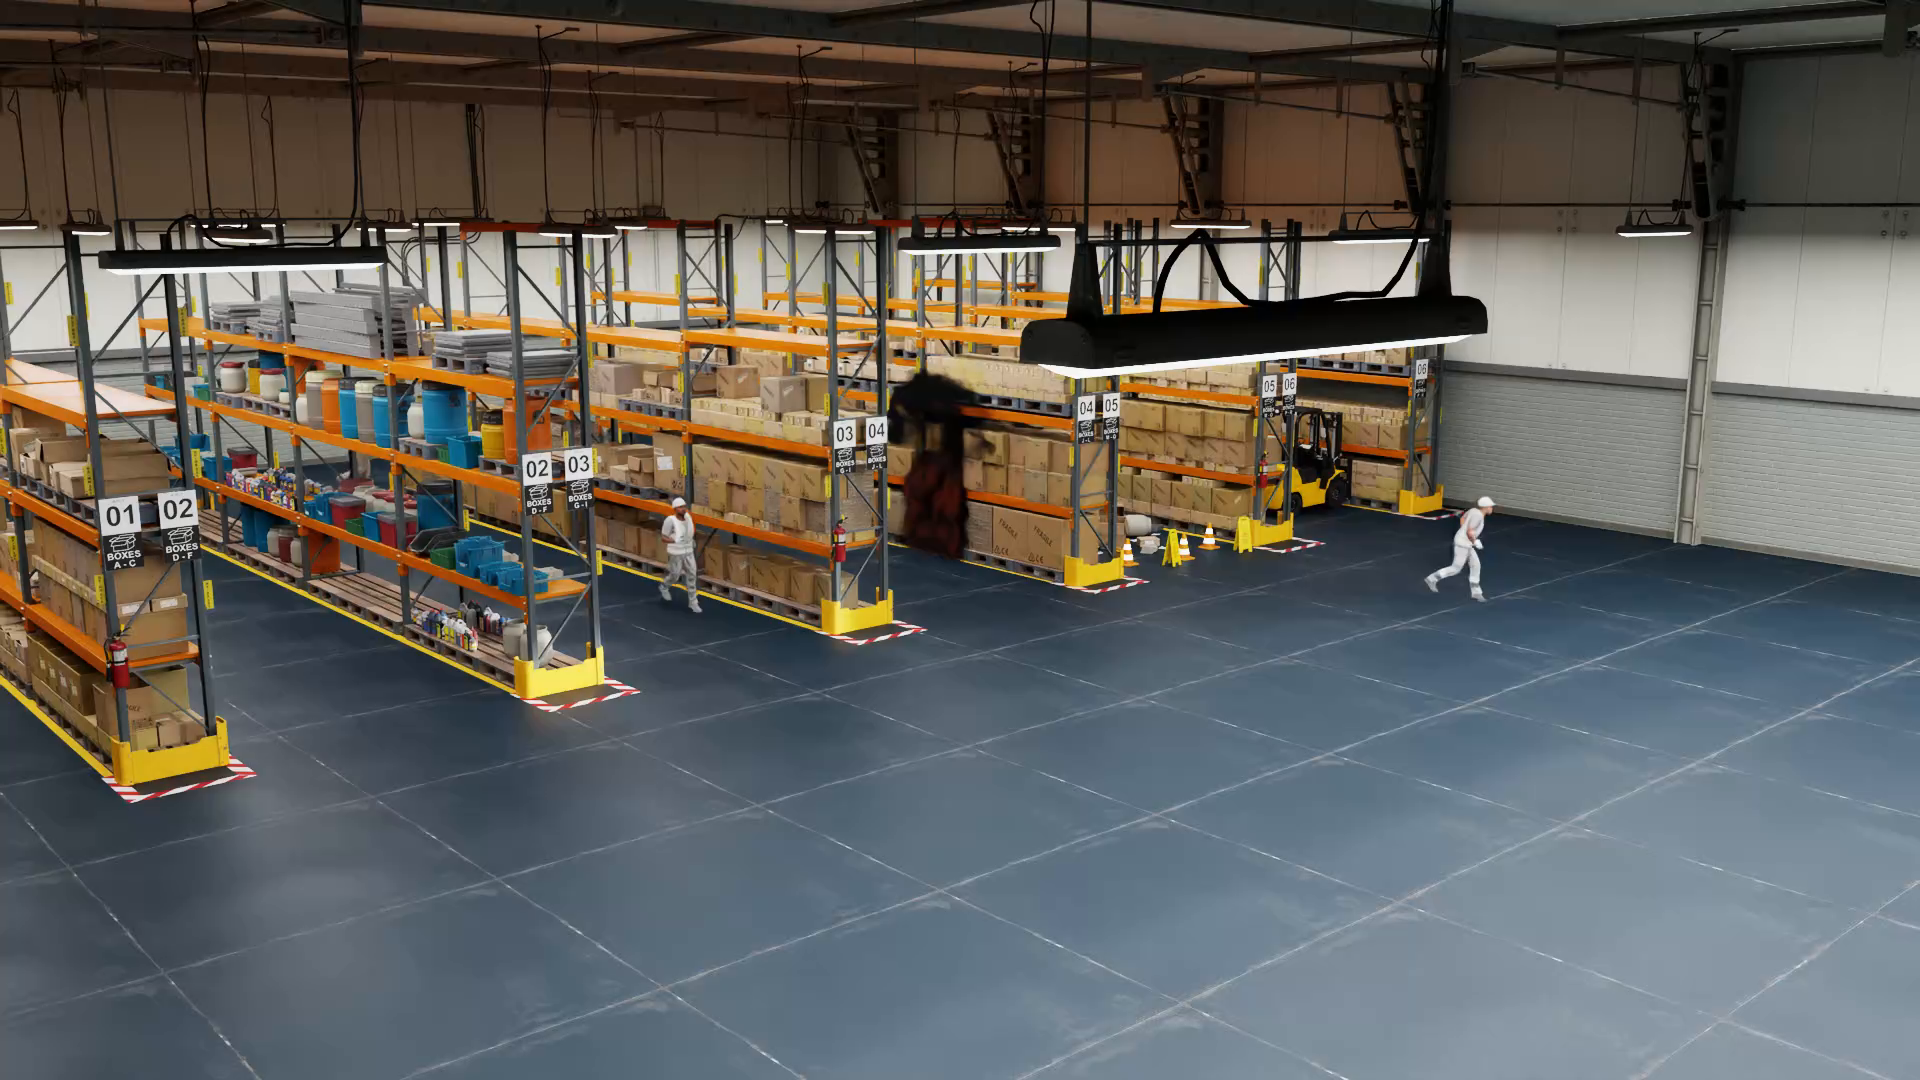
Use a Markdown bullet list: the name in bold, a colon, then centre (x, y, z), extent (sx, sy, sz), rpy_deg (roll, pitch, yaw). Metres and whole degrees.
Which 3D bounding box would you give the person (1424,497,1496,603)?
- **person**: centre (8.089, 0.143, 26.936), extent (1.050, 1.730, 0.689), rpy_deg (2, 12, 10)

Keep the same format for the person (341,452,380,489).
- **person**: centre (-13.547, -1.969, 37.377), extent (0.859, 1.727, 0.671), rpy_deg (-7, 13, -30)

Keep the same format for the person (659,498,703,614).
- **person**: centre (-4.440, 0.217, 26.289), extent (0.682, 1.807, 0.985), rpy_deg (-11, 16, -43)

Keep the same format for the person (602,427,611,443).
- **person**: centre (-8.655, -2.722, 41.299), extent (0.519, 1.637, 0.660), rpy_deg (0, 11, 0)
